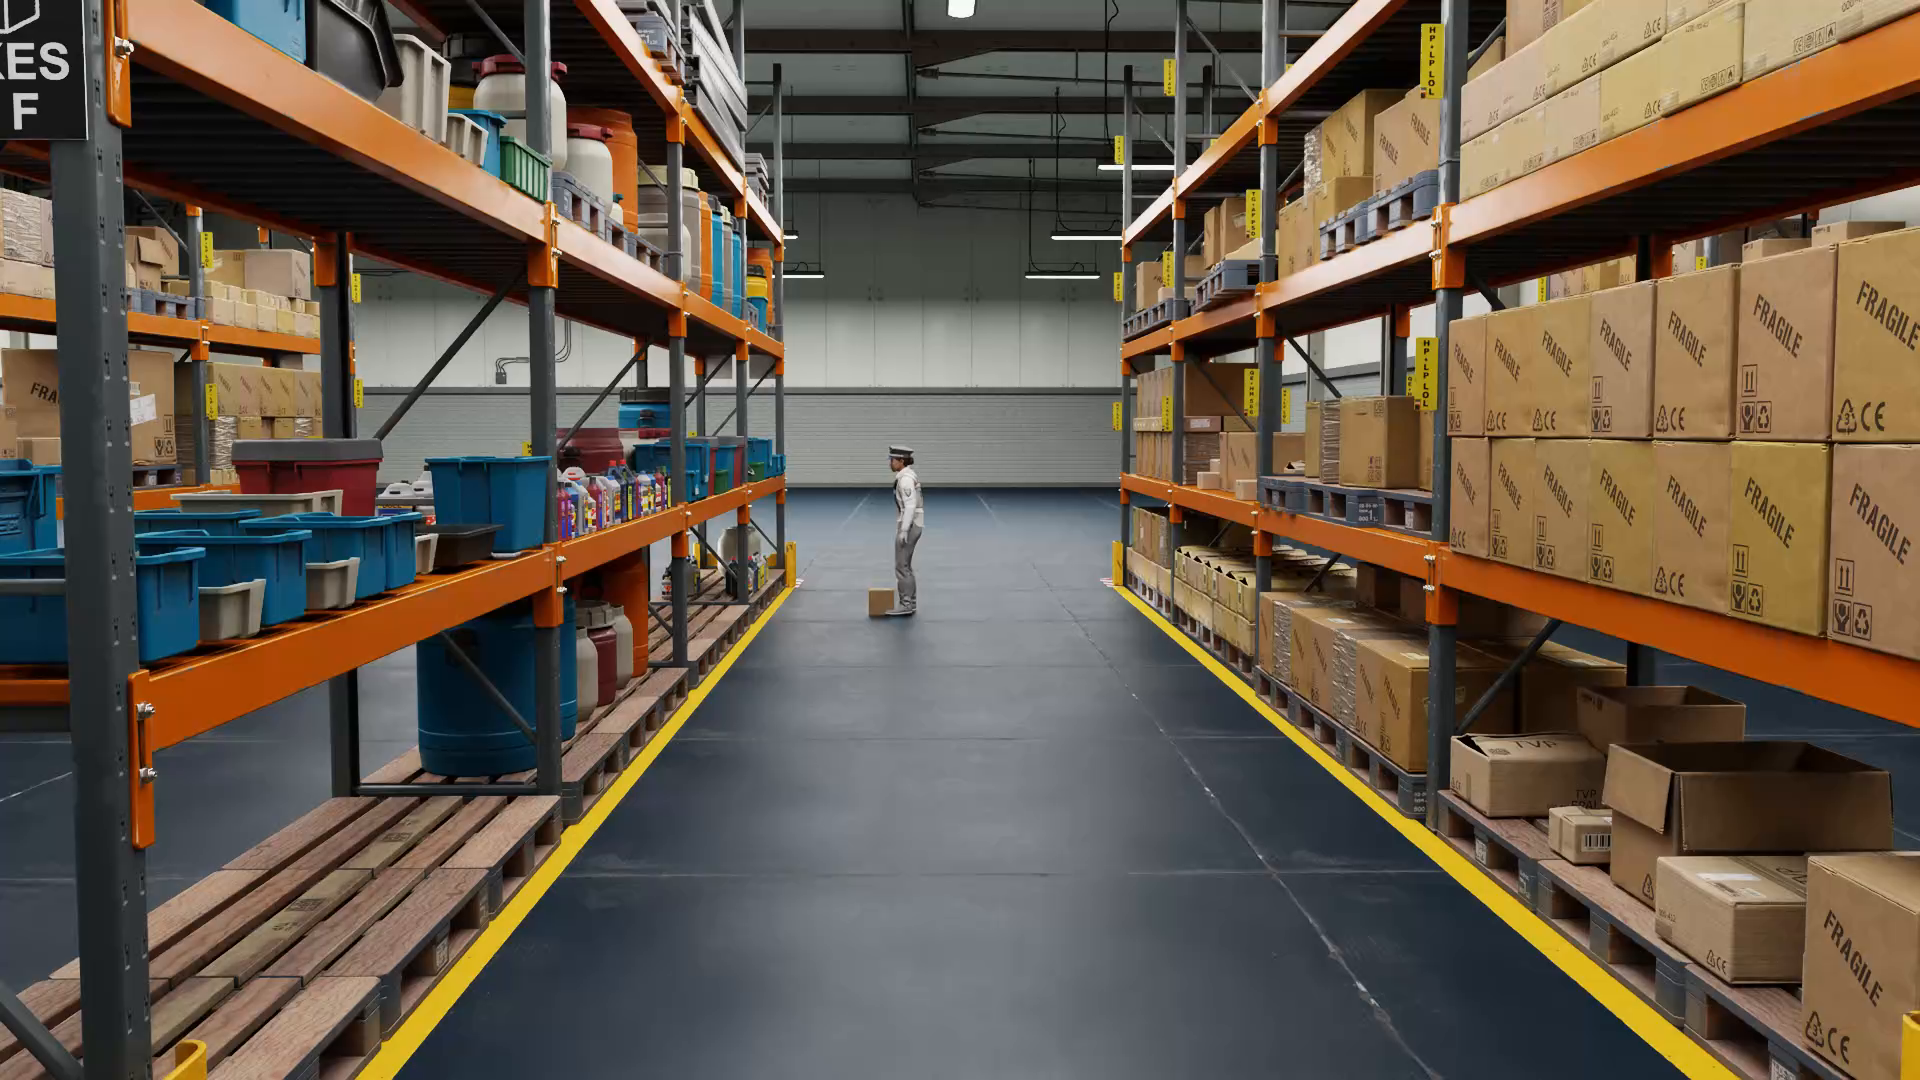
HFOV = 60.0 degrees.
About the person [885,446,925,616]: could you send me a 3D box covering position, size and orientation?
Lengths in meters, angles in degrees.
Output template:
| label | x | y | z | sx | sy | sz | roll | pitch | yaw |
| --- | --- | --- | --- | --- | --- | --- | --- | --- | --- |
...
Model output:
| label | x | y | z | sx | sy | sz | roll | pitch | yaw |
| --- | --- | --- | --- | --- | --- | --- | --- | --- | --- |
| person | -0.555 | -0.097 | 16.392 | 0.409 | 1.667 | 0.547 | 0 | 4 | -5 |
